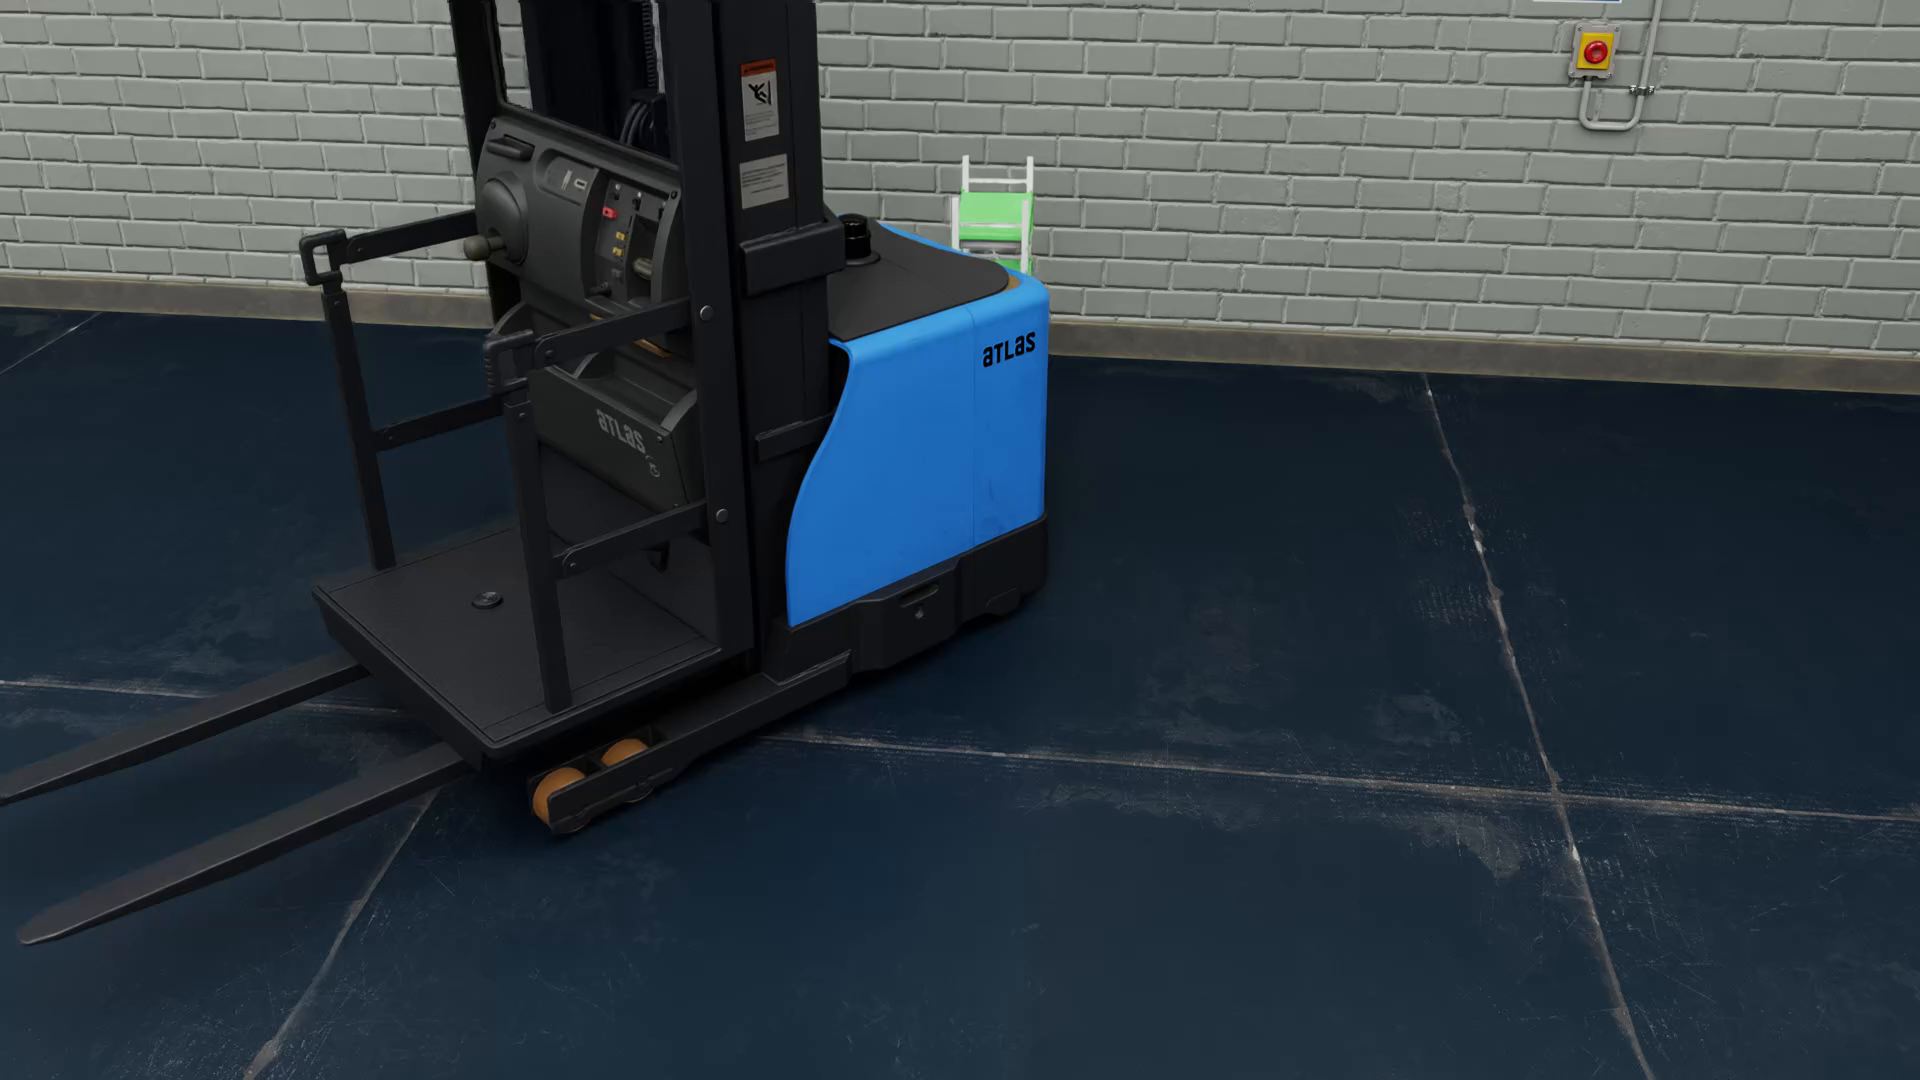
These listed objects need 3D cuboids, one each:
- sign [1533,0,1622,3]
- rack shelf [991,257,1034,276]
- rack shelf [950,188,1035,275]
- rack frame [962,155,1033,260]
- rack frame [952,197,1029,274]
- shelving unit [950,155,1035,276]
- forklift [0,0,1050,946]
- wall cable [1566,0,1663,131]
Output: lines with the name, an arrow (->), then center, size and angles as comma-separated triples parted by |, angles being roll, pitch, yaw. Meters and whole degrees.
sign -> 2.349, -2.144, 6.281 | 0.327, 0.218, 0.001 | 3, 28, 6
rack shelf -> 0.112, -0.809, 5.616 | 0.258, 0.148, 0.480 | 2, 28, 3
rack shelf -> 0.112, -1.021, 5.502 | 0.258, 0.148, 0.480 | 2, 28, 3
rack frame -> 0.128, -0.770, 5.914 | 0.240, 1.200, 0.015 | 2, 28, 3
rack frame -> 0.095, -0.539, 5.485 | 0.240, 1.200, 0.015 | 2, 28, 3
shelving unit -> 0.112, -0.654, 5.700 | 0.258, 1.200, 0.503 | 2, 28, 3
forklift -> -1.150, -0.807, 4.158 | 3.031, 2.935, 1.130 | -23, 36, -36
wall cable -> 2.390, -2.454, 6.038 | 0.585, 1.953, 0.123 | 3, 28, 6
